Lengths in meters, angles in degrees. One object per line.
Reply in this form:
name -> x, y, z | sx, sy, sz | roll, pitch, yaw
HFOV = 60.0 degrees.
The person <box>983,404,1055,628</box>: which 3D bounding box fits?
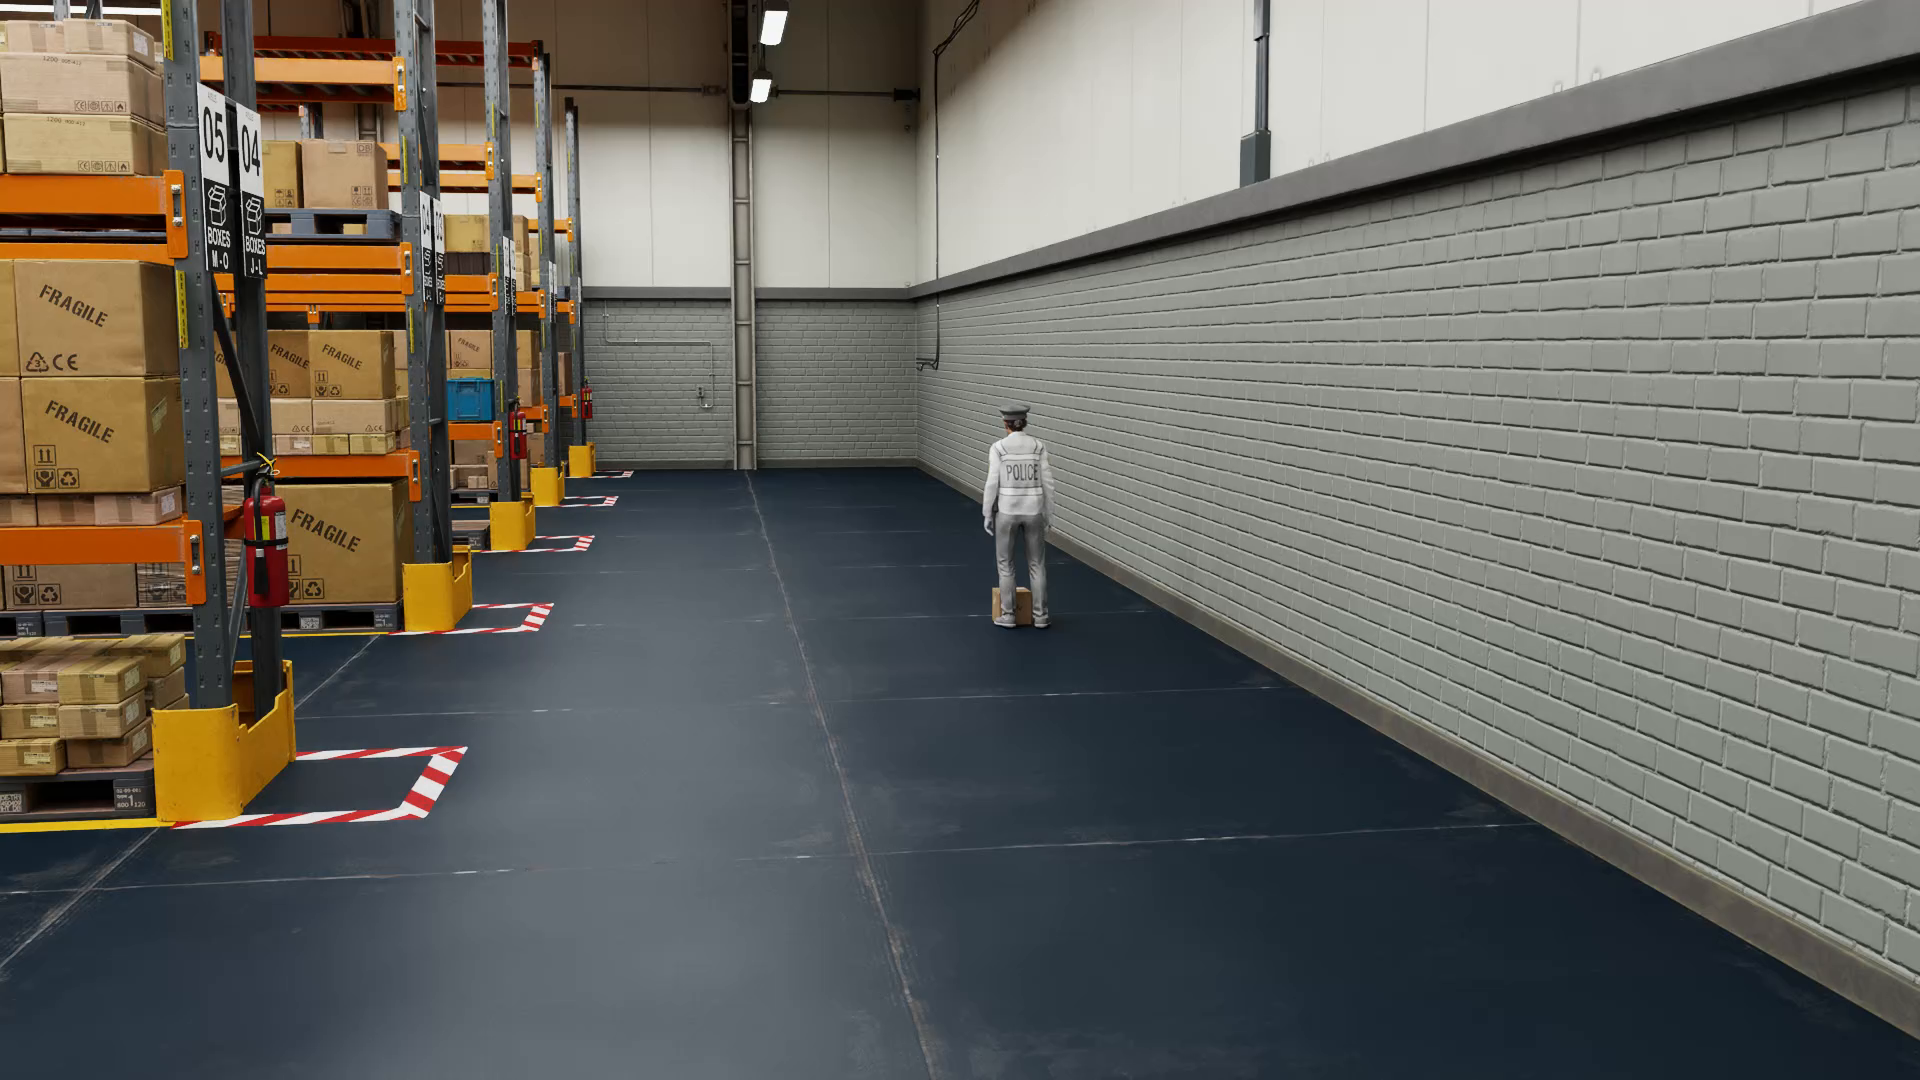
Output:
person -> 0.432, -0.174, 12.335 | 0.536, 1.663, 0.405 | -1, 7, -10
